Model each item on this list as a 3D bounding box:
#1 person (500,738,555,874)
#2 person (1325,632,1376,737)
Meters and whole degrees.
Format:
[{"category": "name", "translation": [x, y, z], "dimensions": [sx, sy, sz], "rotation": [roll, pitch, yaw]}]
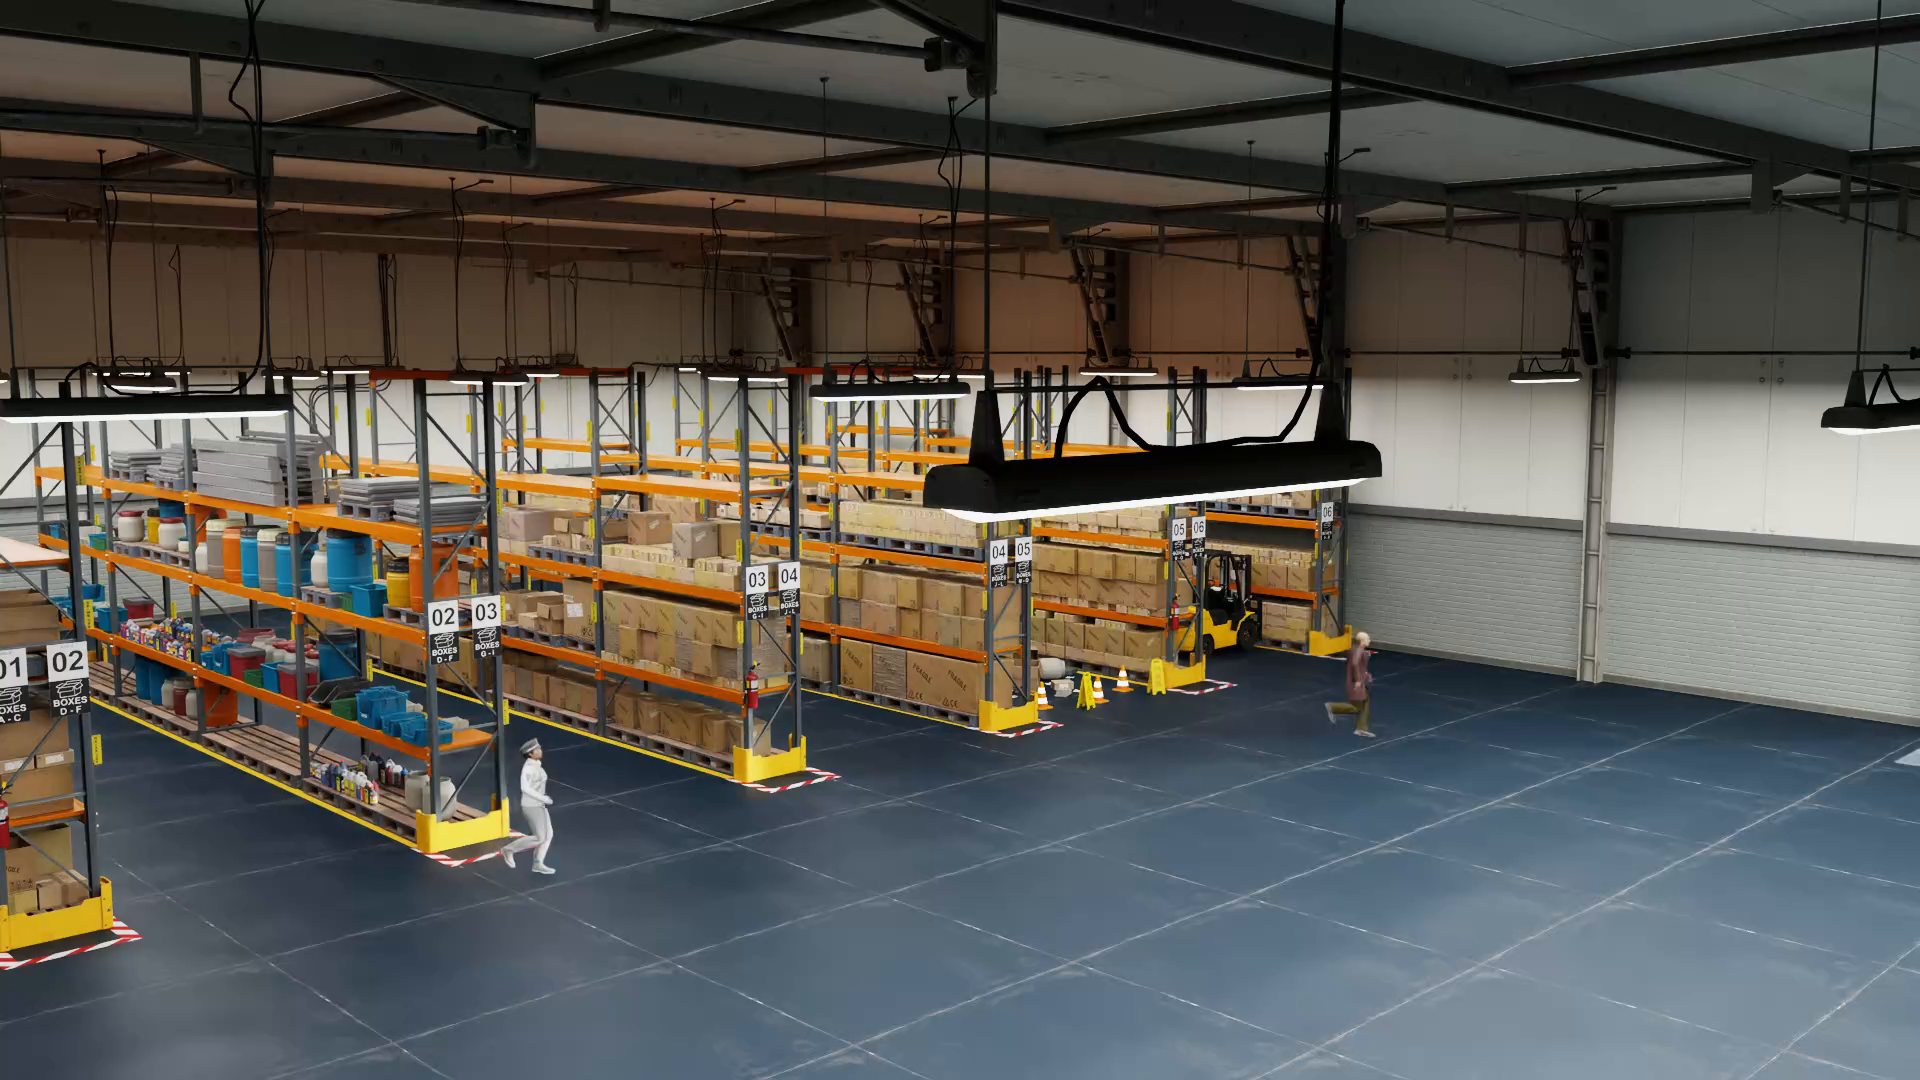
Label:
[{"category": "person", "translation": [-5.271, 3.236, 20.275], "dimensions": [0.638, 1.669, 0.642], "rotation": [-1, 7, -8]}, {"category": "person", "translation": [6.469, 2.440, 27.506], "dimensions": [0.835, 1.666, 0.732], "rotation": [1, 7, 8]}]
